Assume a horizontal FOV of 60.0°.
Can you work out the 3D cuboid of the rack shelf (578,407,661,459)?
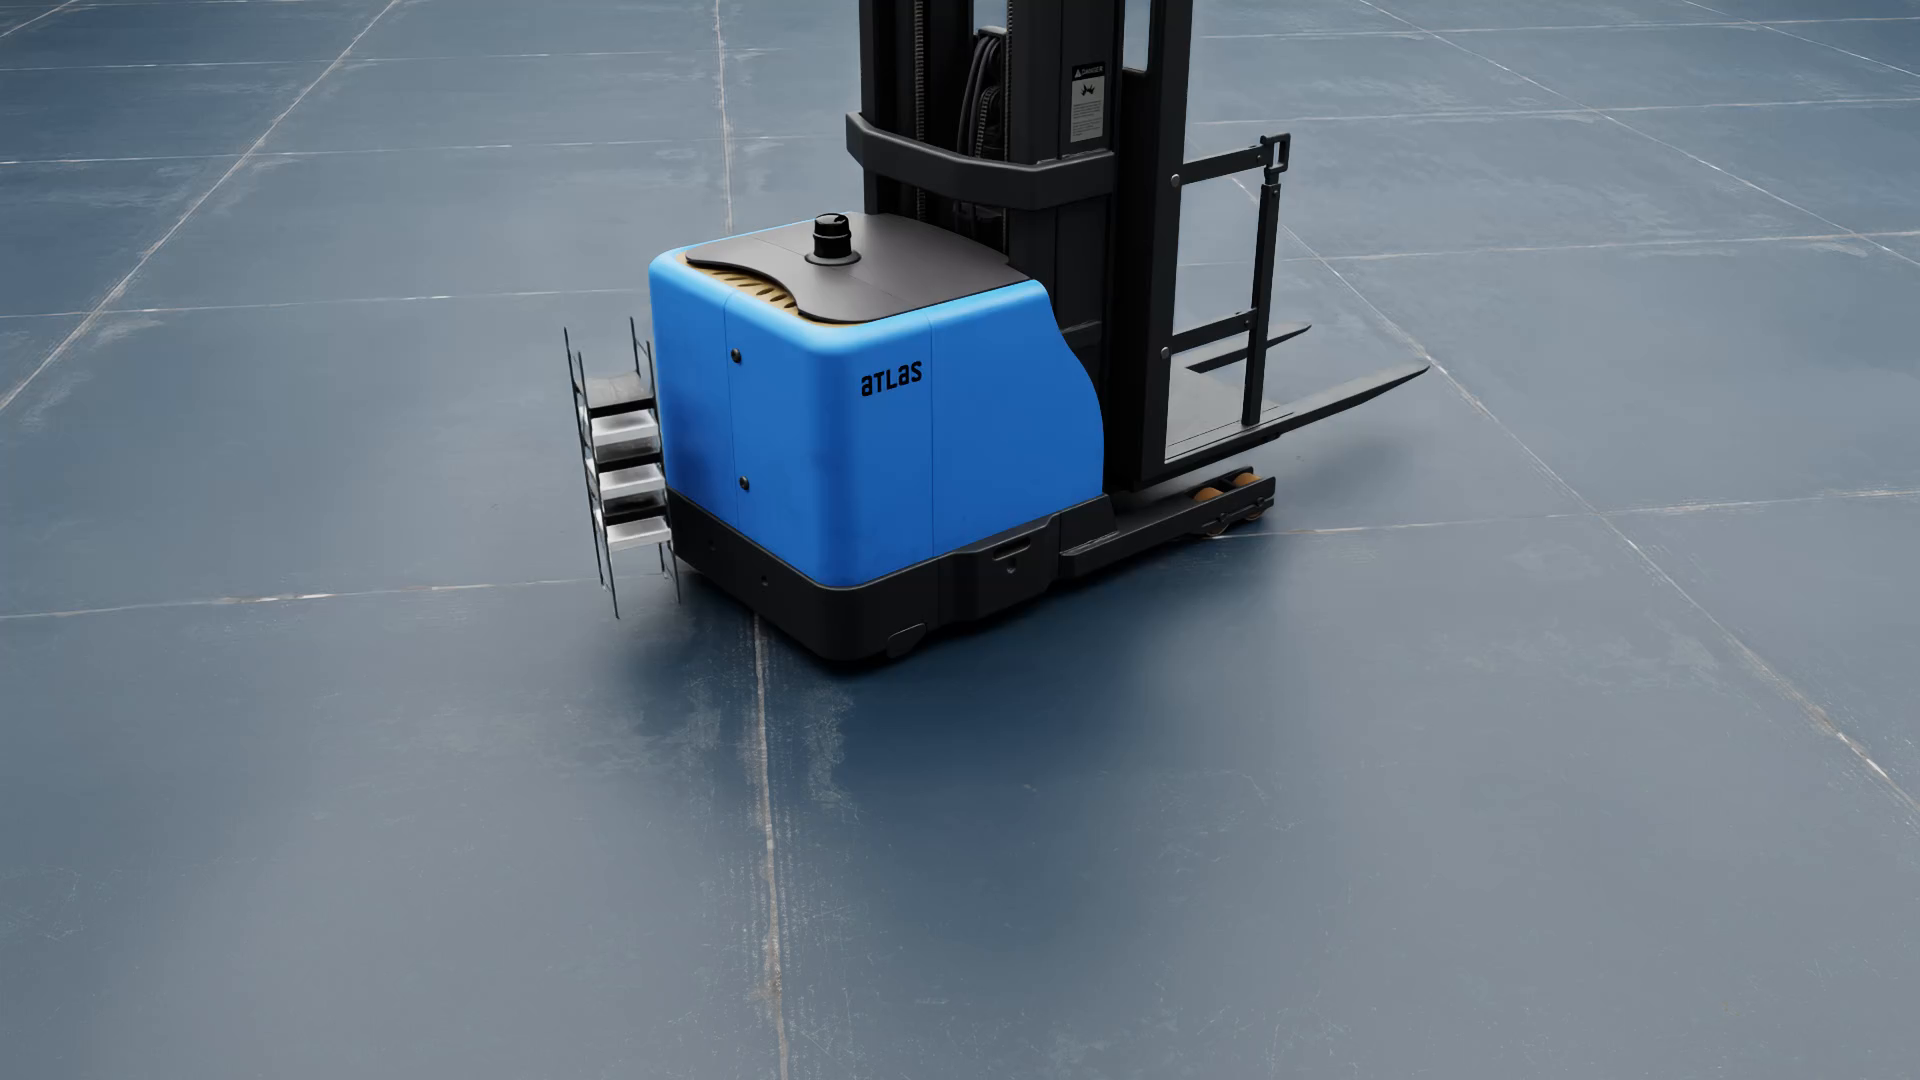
[{"bbox_3d":[-1.053,-0.350,5.119,0.200,0.077,0.258,-12,30,-19],"label":"rack shelf"}]

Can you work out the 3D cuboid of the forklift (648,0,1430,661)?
[{"bbox_3d":[0.487,-1.484,5.432,3.031,2.935,1.130,-20,33,-34],"label":"forklift"}]

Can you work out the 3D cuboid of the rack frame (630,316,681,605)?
[{"bbox_3d":[-0.955,-0.241,5.221,0.006,0.900,0.240,-12,30,-19],"label":"rack frame"}]

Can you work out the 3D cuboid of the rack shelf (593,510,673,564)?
[{"bbox_3d":[-1.043,-0.032,5.287,0.200,0.077,0.258,-12,30,-19],"label":"rack shelf"}]

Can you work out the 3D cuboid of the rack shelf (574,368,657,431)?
[{"bbox_3d":[-1.055,-0.430,5.077,0.200,0.077,0.258,-12,30,-19],"label":"rack shelf"}]

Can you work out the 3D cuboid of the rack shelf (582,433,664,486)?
[{"bbox_3d":[-1.050,-0.271,5.161,0.200,0.077,0.258,-12,30,-19],"label":"rack shelf"}]

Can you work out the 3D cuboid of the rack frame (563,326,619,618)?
[{"bbox_3d":[-1.142,-0.200,5.154,0.006,0.900,0.240,-12,30,-19],"label":"rack frame"}]

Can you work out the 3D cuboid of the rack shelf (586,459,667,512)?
[{"bbox_3d":[-1.048,-0.191,5.203,0.200,0.077,0.258,-12,30,-19],"label":"rack shelf"}]

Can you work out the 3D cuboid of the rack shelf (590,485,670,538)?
[{"bbox_3d":[-1.045,-0.112,5.245,0.200,0.077,0.258,-12,30,-19],"label":"rack shelf"}]

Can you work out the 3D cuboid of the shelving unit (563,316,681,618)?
[{"bbox_3d":[-1.049,-0.221,5.188,0.210,0.900,0.258,-12,30,-19],"label":"shelving unit"}]
